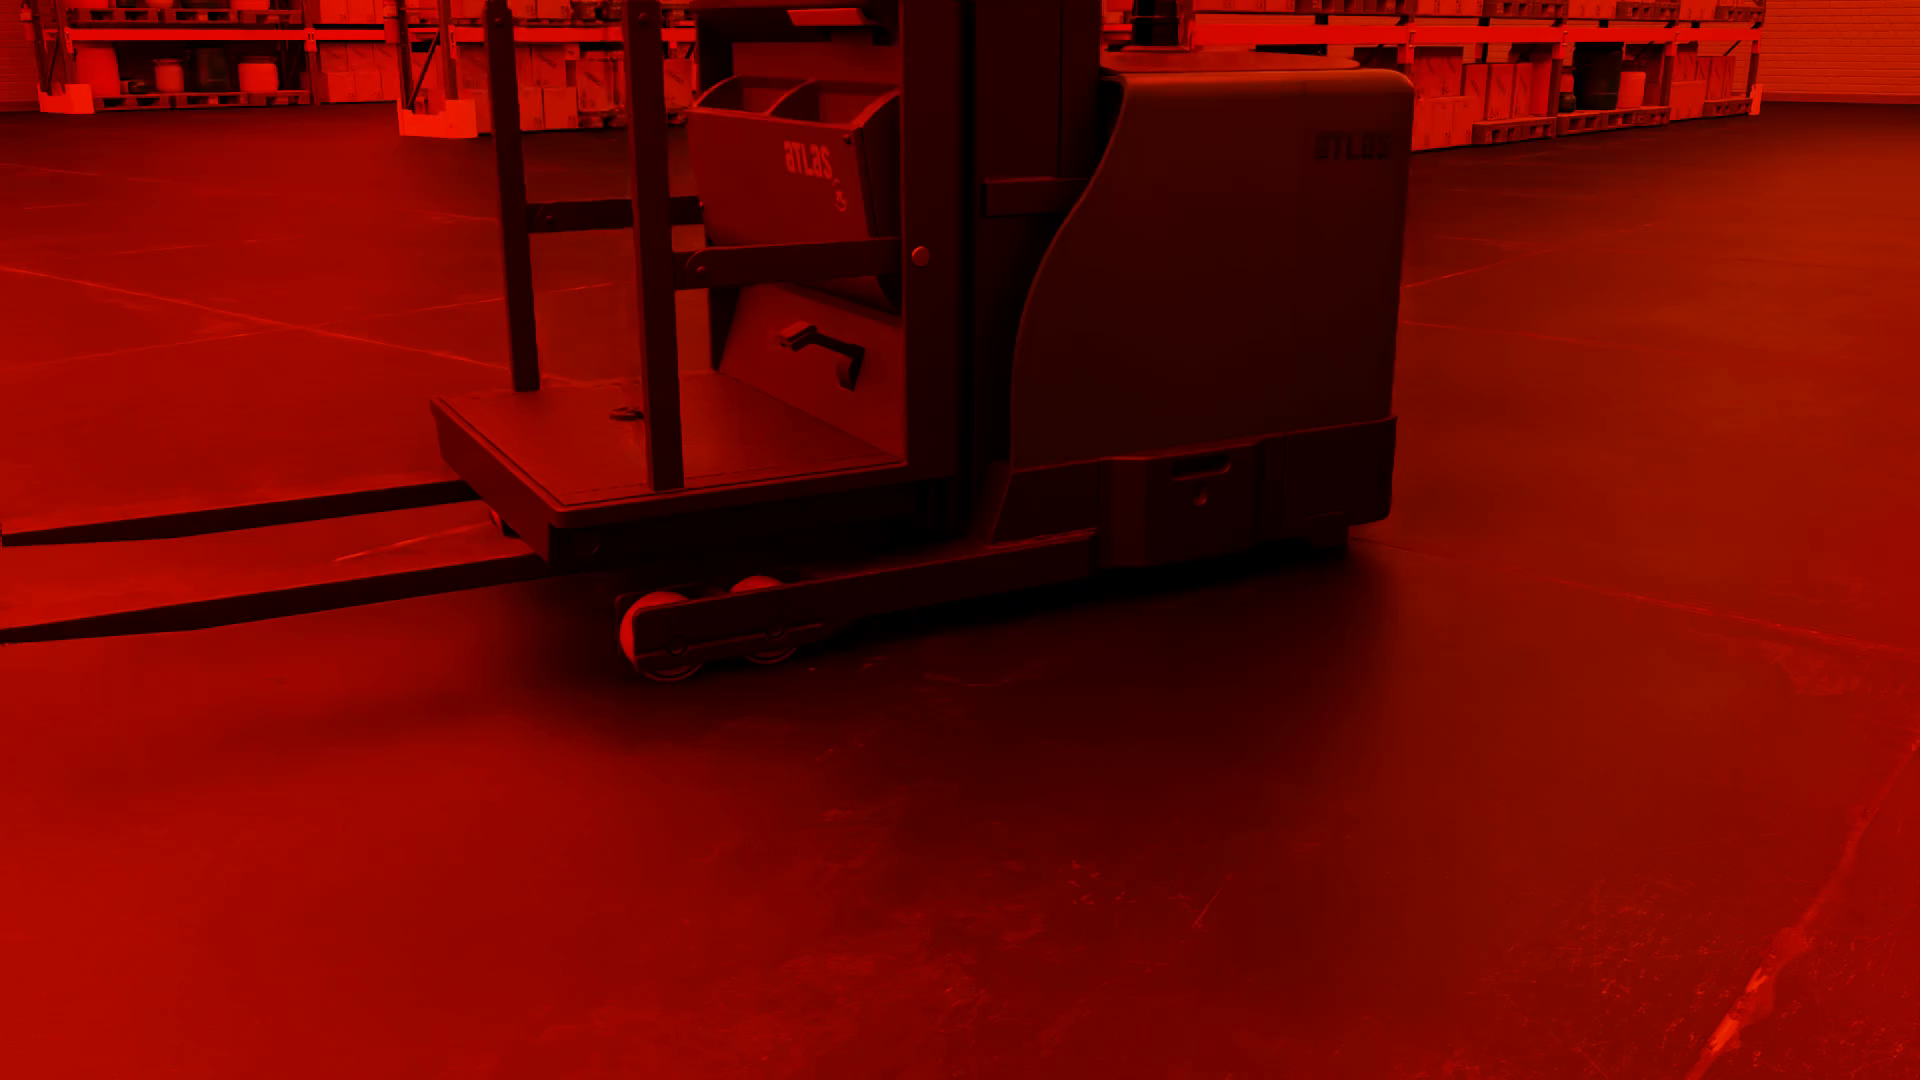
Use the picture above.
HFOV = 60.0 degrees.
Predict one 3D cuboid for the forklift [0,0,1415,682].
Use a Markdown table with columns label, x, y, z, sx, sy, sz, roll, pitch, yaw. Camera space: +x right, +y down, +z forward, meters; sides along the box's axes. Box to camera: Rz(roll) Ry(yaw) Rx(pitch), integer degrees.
| label | x | y | z | sx | sy | sz | roll | pitch | yaw |
| --- | --- | --- | --- | --- | --- | --- | --- | --- | --- |
| forklift | -0.535 | -1.314 | 3.225 | 3.031 | 2.935 | 1.130 | -9 | 19 | -27 |
